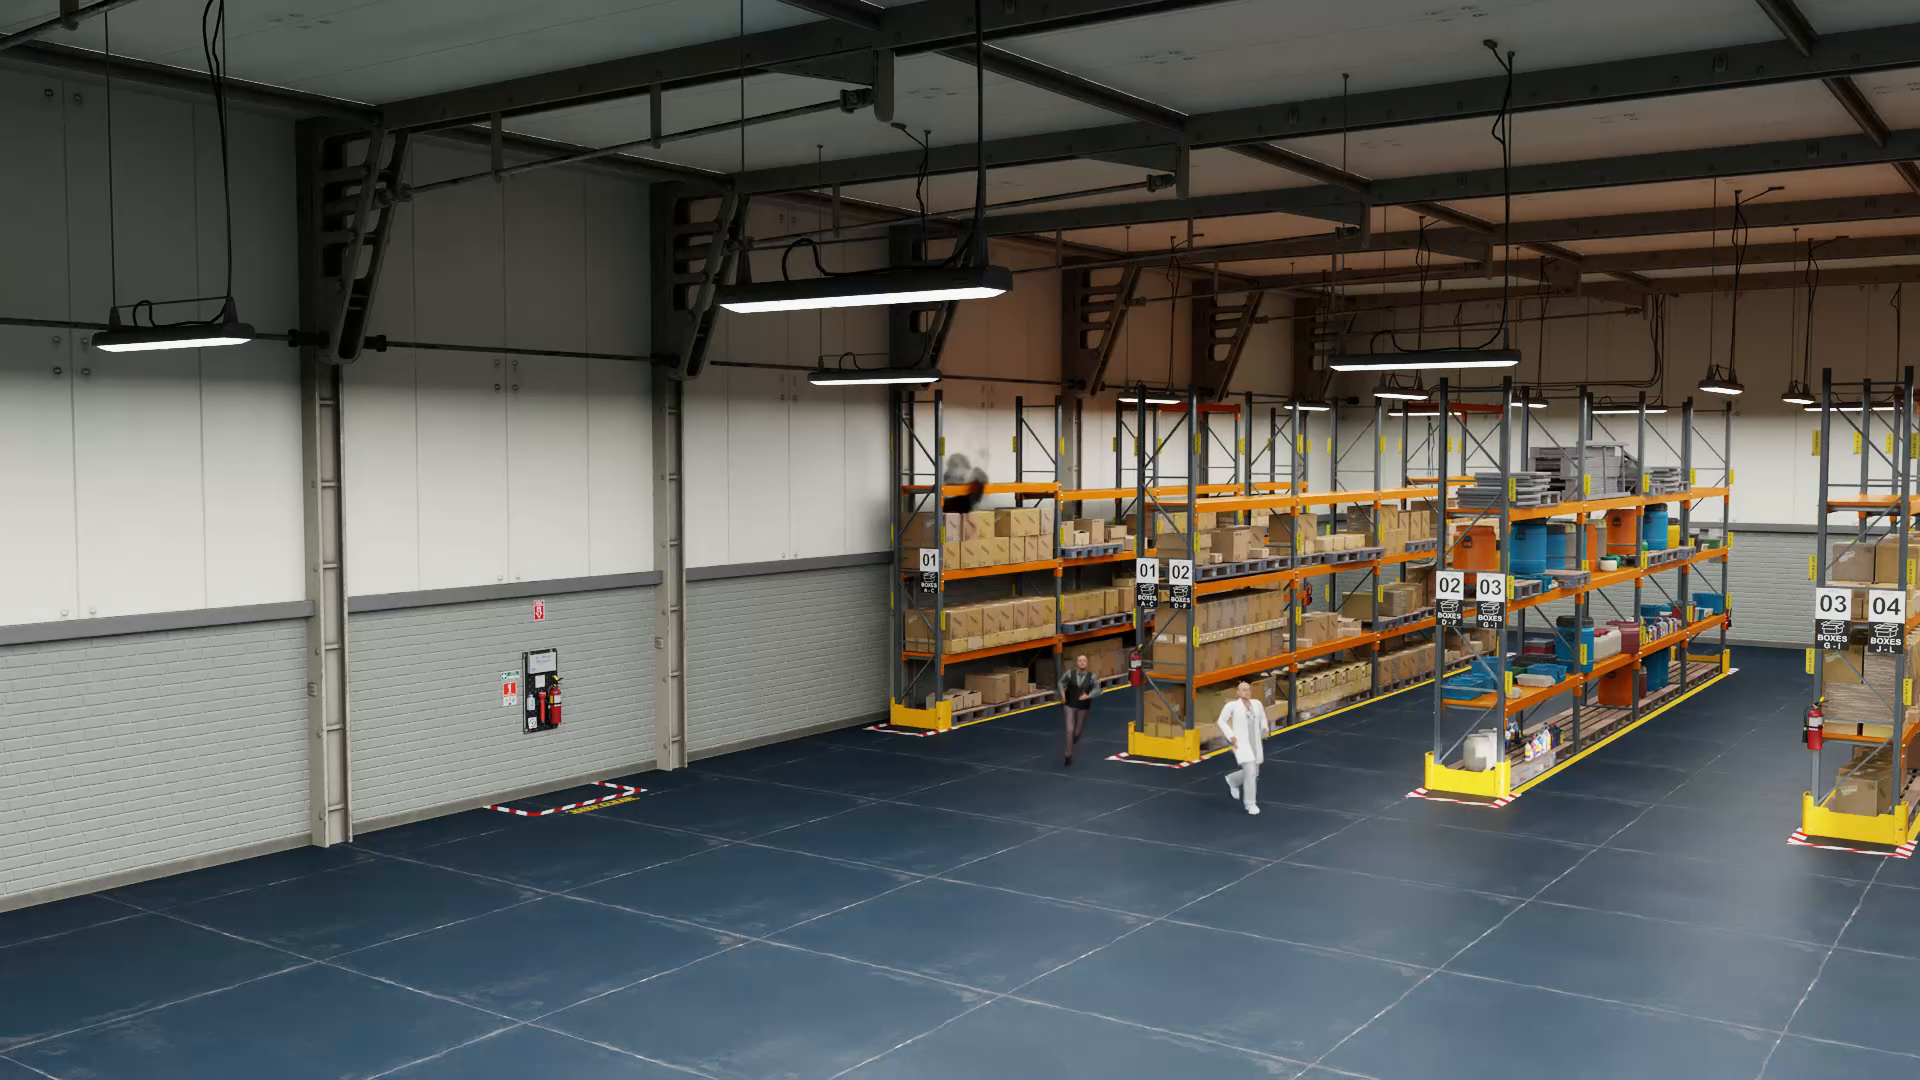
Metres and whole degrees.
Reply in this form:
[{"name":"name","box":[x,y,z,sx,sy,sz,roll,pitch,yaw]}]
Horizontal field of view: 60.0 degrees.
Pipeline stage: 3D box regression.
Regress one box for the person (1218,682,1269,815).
[{"name":"person","box":[3.929,2.840,22.950,0.704,1.773,0.843,-1,3,-21]}]

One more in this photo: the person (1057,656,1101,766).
[{"name":"person","box":[1.894,2.680,26.449,0.695,1.706,0.844,0,3,4]}]
